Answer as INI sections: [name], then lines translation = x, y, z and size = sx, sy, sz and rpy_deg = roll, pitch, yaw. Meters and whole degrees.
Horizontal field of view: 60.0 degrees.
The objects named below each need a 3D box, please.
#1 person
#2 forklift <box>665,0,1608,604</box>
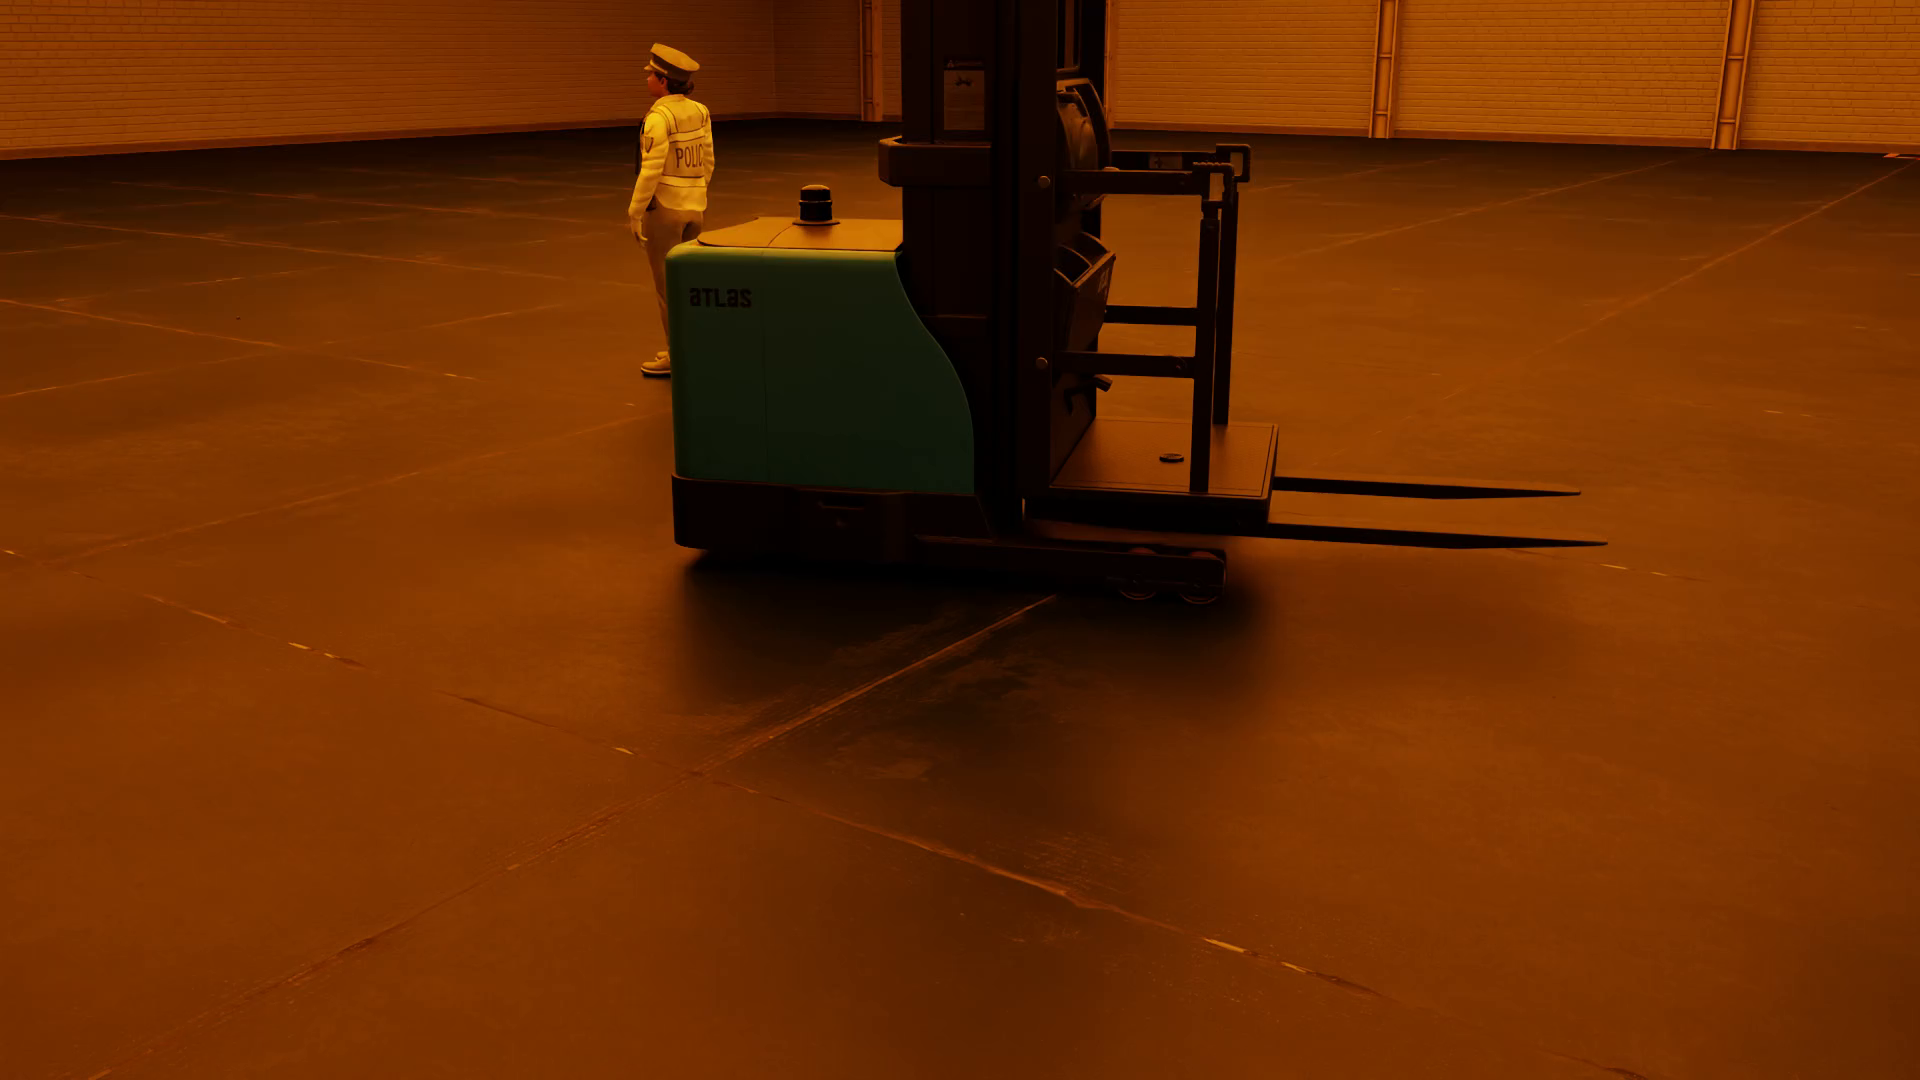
[person]
translation = -1.551, -1.705, 8.667
size = 0.534, 1.696, 0.588
rpy_deg = 8, 19, 26
[forklift]
translation = 0.595, -1.367, 5.404
size = 3.031, 2.935, 1.130
rpy_deg = 4, 17, 12
